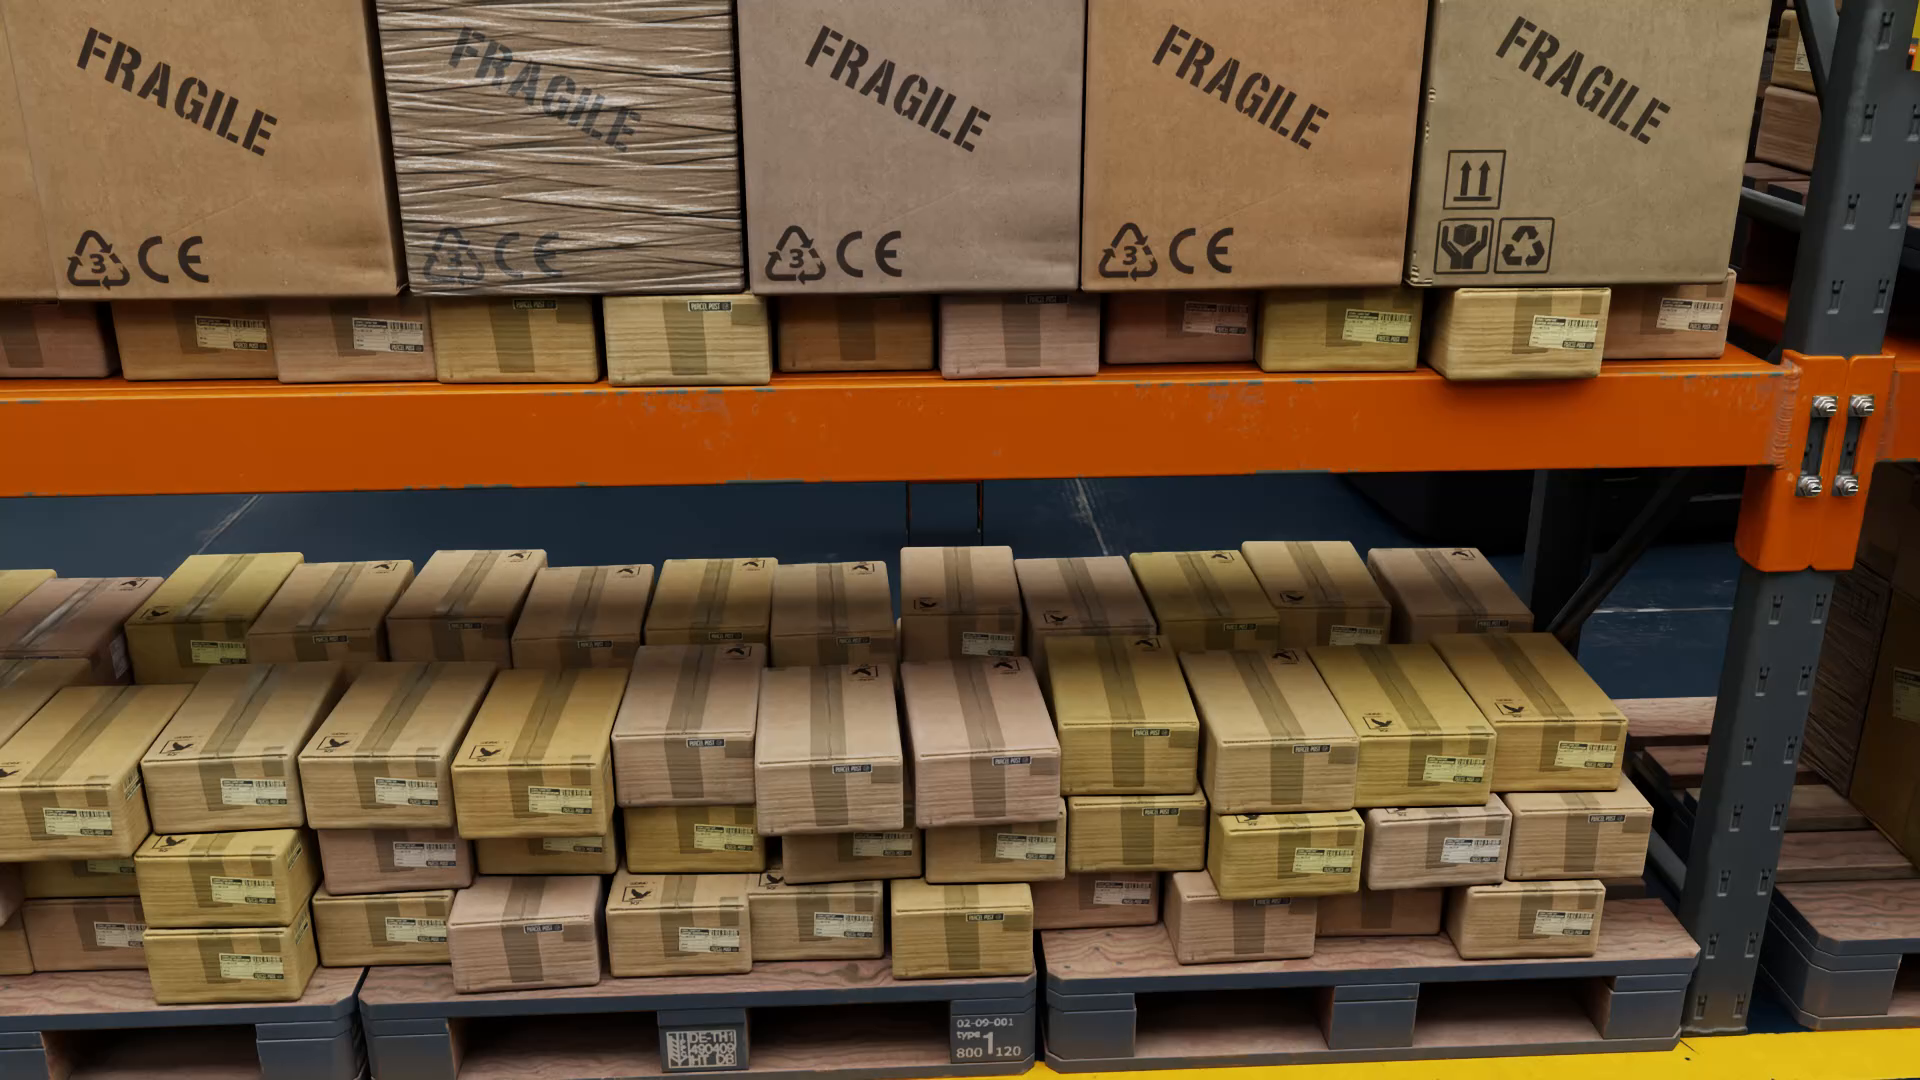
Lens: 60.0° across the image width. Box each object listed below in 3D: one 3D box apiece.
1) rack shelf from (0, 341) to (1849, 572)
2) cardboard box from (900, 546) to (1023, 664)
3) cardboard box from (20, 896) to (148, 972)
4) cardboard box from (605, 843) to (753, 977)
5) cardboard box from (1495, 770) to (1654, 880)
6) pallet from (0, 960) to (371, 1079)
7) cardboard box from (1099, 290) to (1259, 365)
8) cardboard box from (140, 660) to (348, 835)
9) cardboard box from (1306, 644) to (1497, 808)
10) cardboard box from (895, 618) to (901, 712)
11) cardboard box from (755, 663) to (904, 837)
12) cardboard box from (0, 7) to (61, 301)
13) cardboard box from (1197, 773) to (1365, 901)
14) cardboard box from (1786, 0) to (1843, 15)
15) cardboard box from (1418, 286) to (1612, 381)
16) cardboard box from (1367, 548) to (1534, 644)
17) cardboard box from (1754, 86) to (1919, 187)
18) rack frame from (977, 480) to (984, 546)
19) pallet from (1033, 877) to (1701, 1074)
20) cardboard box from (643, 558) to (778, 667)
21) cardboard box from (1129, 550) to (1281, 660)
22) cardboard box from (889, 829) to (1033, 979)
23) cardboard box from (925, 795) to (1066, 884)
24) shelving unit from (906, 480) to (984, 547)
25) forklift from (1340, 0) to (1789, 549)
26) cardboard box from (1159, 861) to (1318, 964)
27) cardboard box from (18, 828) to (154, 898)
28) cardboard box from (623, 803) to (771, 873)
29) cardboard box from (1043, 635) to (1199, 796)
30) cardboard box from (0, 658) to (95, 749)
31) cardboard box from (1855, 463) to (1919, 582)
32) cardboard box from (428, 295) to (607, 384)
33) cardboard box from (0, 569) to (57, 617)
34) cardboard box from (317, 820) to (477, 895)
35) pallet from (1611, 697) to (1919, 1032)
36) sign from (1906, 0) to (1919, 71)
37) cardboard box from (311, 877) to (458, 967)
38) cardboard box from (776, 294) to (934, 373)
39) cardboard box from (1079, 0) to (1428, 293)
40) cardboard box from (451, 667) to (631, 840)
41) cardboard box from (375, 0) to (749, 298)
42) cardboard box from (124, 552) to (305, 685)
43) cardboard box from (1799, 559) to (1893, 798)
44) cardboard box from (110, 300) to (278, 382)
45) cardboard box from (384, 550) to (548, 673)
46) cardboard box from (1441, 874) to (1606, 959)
[{"bbox_3d":[-0.597,-0.262,3.104,4.000,0.370,1.077,-1,21,-3],"label":"rack shelf"},{"bbox_3d":[-0.002,0.150,3.593,0.250,0.149,0.380,-1,21,-2],"label":"cardboard box"},{"bbox_3d":[-1.549,0.640,3.141,0.250,0.149,0.380,-1,21,-2],"label":"cardboard box"},{"bbox_3d":[-0.509,0.646,3.126,0.250,0.149,0.380,-1,21,-3],"label":"cardboard box"},{"bbox_3d":[1.103,0.478,3.149,0.250,0.149,0.380,-1,21,-2],"label":"cardboard box"},{"bbox_3d":[-1.705,0.740,3.380,1.213,0.211,1.003,-1,21,-3],"label":"pallet"},{"bbox_3d":[0.345,-0.423,2.870,0.250,0.149,0.380,-2,21,-5],"label":"cardboard box"},{"bbox_3d":[-1.282,0.368,3.018,0.250,0.149,0.380,-2,21,-6],"label":"cardboard box"},{"bbox_3d":[0.806,0.338,3.097,0.250,0.149,0.380,-1,21,-2],"label":"cardboard box"},{"bbox_3d":[-0.015,0.309,3.593,0.250,0.149,0.380,0,21,-1],"label":"cardboard box"},{"bbox_3d":[-0.239,0.372,3.009,0.250,0.149,0.380,-2,21,-5],"label":"cardboard box"},{"bbox_3d":[-1.597,-0.674,2.617,0.500,0.500,0.500,-1,21,-3],"label":"cardboard box"},{"bbox_3d":[0.567,0.499,3.092,0.250,0.149,0.380,-2,21,-5],"label":"cardboard box"},{"bbox_3d":[1.789,-1.073,3.150,0.250,0.149,0.380,0,21,-1],"label":"cardboard box"},{"bbox_3d":[0.877,-0.388,2.778,0.250,0.149,0.380,-2,21,-4],"label":"cardboard box"},{"bbox_3d":[1.044,0.153,3.584,0.250,0.149,0.380,0,21,-1],"label":"cardboard box"},{"bbox_3d":[1.784,-0.796,3.258,0.250,0.149,0.380,-2,21,-4],"label":"cardboard box"},{"bbox_3d":[0.068,-0.492,5.438,0.008,1.050,0.200,-1,21,-3],"label":"rack frame"},{"bbox_3d":[0.731,0.691,3.510,1.213,0.211,1.003,-1,21,-3],"label":"pallet"},{"bbox_3d":[-0.518,0.176,3.524,0.250,0.149,0.380,-1,21,-3],"label":"cardboard box"},{"bbox_3d":[0.515,0.160,3.565,0.250,0.149,0.380,-1,21,-4],"label":"cardboard box"},{"bbox_3d":[-0.006,0.648,3.121,0.250,0.149,0.380,-1,21,-3],"label":"cardboard box"},{"bbox_3d":[0.058,0.482,3.138,0.250,0.149,0.380,-1,21,-2],"label":"cardboard box"},{"bbox_3d":[-0.053,-0.490,5.431,0.252,1.050,0.215,-1,21,-3],"label":"shelving unit"},{"bbox_3d":[2.905,-1.582,5.656,3.031,2.935,1.130,-4,21,-10],"label":"forklift"},{"bbox_3d":[0.503,0.630,3.166,0.250,0.149,0.380,-2,21,-5],"label":"cardboard box"},{"bbox_3d":[-1.541,0.498,3.095,0.250,0.149,0.380,-1,21,-2],"label":"cardboard box"},{"bbox_3d":[-0.480,0.470,3.168,0.250,0.149,0.380,0,21,-1],"label":"cardboard box"},{"bbox_3d":[0.294,0.324,3.136,0.250,0.149,0.380,0,21,-1],"label":"cardboard box"},{"bbox_3d":[-1.783,0.362,3.034,0.250,0.149,0.380,-1,21,-2],"label":"cardboard box"},{"bbox_3d":[2.128,-0.122,3.595,0.500,0.250,0.500,-2,21,-4],"label":"cardboard box"},{"bbox_3d":[-0.698,-0.380,2.756,0.250,0.149,0.380,0,21,-1],"label":"cardboard box"},{"bbox_3d":[-2.080,0.200,3.460,0.250,0.149,0.380,-1,21,-2],"label":"cardboard box"},{"bbox_3d":[-1.019,0.493,3.110,0.250,0.149,0.380,-2,21,-6],"label":"cardboard box"},{"bbox_3d":[2.176,0.648,3.621,1.213,0.211,1.003,-1,21,-3],"label":"pallet"},{"bbox_3d":[1.438,-0.850,2.422,0.005,0.325,0.100,-1,21,-3],"label":"sign"},{"bbox_3d":[-1.038,0.635,3.155,0.250,0.149,0.380,-1,21,-3],"label":"cardboard box"},{"bbox_3d":[-0.179,-0.405,2.823,0.250,0.149,0.380,-1,21,-4],"label":"cardboard box"},{"bbox_3d":[0.414,-0.704,2.696,0.500,0.500,0.500,-2,21,-5],"label":"cardboard box"},{"bbox_3d":[-0.739,0.377,2.995,0.250,0.149,0.380,-1,21,-2],"label":"cardboard box"},{"bbox_3d":[-0.599,-0.692,2.664,0.500,0.500,0.500,-2,21,-4],"label":"cardboard box"},{"bbox_3d":[-1.575,0.165,3.553,0.250,0.149,0.380,-2,21,-4],"label":"cardboard box"},{"bbox_3d":[2.124,0.229,3.727,0.500,0.500,0.500,-2,21,-4],"label":"cardboard box"},{"bbox_3d":[-1.206,-0.387,2.775,0.250,0.149,0.380,-1,21,-4],"label":"cardboard box"},{"bbox_3d":[-1.048,0.157,3.573,0.250,0.149,0.380,0,21,-1],"label":"cardboard box"},{"bbox_3d":[1.027,0.627,3.176,0.250,0.149,0.380,-1,21,-2],"label":"cardboard box"}]
